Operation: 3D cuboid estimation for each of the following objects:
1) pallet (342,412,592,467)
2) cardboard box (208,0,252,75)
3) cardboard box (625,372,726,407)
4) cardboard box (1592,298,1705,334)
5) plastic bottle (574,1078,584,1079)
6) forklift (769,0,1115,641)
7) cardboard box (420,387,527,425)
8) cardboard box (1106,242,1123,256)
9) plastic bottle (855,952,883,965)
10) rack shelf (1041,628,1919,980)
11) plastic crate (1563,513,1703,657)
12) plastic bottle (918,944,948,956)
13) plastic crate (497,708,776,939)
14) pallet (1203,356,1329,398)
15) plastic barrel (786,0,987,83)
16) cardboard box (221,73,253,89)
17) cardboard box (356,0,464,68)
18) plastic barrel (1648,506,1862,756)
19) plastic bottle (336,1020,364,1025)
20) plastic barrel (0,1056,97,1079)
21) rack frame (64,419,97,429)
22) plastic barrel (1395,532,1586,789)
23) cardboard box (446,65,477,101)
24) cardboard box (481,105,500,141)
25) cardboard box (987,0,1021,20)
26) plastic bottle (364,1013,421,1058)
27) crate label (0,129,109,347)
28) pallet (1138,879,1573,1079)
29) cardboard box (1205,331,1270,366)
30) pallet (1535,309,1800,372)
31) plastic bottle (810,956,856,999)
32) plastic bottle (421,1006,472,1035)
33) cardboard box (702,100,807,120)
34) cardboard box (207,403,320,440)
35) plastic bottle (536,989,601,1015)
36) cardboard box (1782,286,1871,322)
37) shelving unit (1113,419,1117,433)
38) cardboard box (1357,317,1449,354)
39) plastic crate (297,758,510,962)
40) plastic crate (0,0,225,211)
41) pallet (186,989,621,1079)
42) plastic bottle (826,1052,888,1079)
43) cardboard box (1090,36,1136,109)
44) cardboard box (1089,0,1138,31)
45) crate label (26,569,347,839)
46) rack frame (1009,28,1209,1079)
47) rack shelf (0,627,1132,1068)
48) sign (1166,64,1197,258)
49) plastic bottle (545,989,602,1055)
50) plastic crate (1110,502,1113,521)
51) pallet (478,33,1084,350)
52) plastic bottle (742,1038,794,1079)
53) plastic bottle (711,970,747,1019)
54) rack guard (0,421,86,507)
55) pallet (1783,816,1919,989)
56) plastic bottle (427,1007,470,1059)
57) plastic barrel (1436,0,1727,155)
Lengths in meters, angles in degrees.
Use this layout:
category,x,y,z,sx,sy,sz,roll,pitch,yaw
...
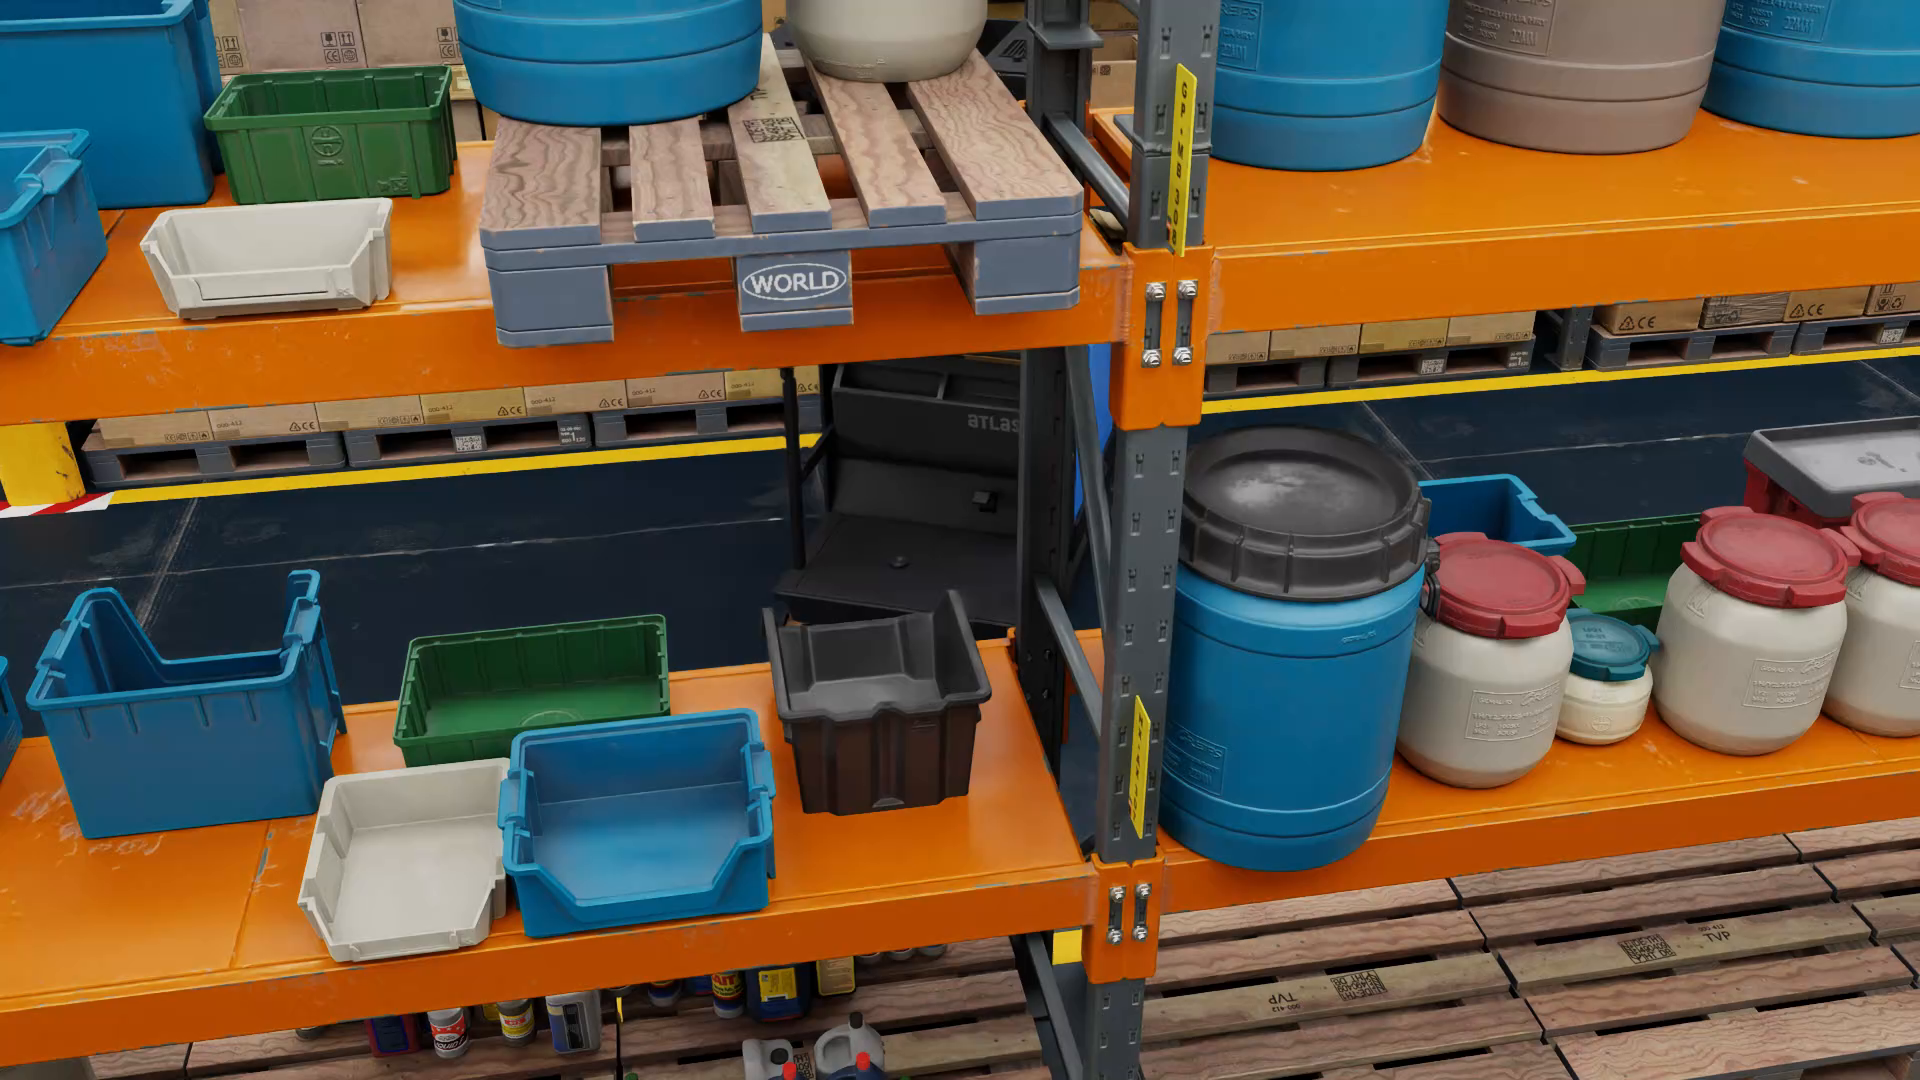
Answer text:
category,x,y,z,sx,sy,sz,roll,pitch,yaw
pallet,-2.575,-0.757,8.829,1.213,0.211,1.003,-5,31,-9
cardboard box,-3.487,-2.453,7.583,0.500,0.500,0.700,-6,31,-10
cardboard box,-1.493,-0.927,8.666,0.500,0.250,0.500,-5,31,-9
cardboard box,3.851,-1.500,9.374,0.500,0.500,0.500,-4,31,-7
plastic bottle,-0.962,1.537,4.423,0.133,0.283,0.061,-5,31,-9
forklift,-0.116,-0.910,6.406,1.130,2.935,3.031,8,31,13
cardboard box,-2.474,-0.828,8.498,0.500,0.250,0.500,-5,31,-9
cardboard box,0.871,-1.366,8.858,0.500,0.311,0.500,-6,31,-11
plastic bottle,-0.286,1.192,5.090,0.097,0.201,0.097,0,30,0
rack shelf,2.273,0.474,4.695,4.000,0.370,1.077,-5,31,-9
plastic crate,1.968,0.138,4.765,0.662,0.188,0.450,-5,31,-9
plastic bottle,-0.086,1.143,5.104,0.097,0.271,0.097,0,30,0
plastic crate,-0.734,0.647,3.837,0.616,0.251,0.499,-5,31,-9
pallet,1.338,-1.122,9.449,1.213,0.211,1.003,-5,31,-9
plastic barrel,-0.153,-1.235,3.406,0.421,0.512,0.421,0,30,0
cardboard box,-3.339,-2.079,7.588,0.250,0.149,0.380,-6,31,-10
cardboard box,-2.499,-2.545,7.740,0.500,0.500,0.700,-5,31,-9
plastic barrel,2.008,0.243,4.244,0.433,0.535,0.433,0,30,0
plastic bottle,-1.789,1.287,4.848,0.133,0.283,0.061,-5,31,-8
plastic barrel,-2.502,1.459,4.350,0.421,0.512,0.421,0,30,0
rack frame,-4.517,-1.759,7.781,0.127,3.000,1.000,-5,31,-9
plastic barrel,1.287,0.310,4.130,0.433,0.535,0.433,0,30,0
cardboard box,-2.321,-2.174,7.749,0.250,0.149,0.380,-4,31,-7
cardboard box,-2.030,-2.028,8.141,0.500,0.500,0.700,-5,31,-8
cardboard box,0.186,-4.195,13.218,0.500,0.250,0.500,-6,31,-10
plastic bottle,-1.628,1.350,4.740,0.133,0.283,0.061,-5,31,-9
crate label,-1.728,-0.524,2.869,0.408,0.251,0.502,-5,31,-9
pallet,1.072,1.457,5.063,1.213,0.211,1.003,-5,31,-9
cardboard box,1.371,-1.173,9.085,0.500,0.250,0.500,-5,31,-8
pallet,4.093,-1.336,9.814,1.213,0.211,1.003,-5,31,-9
plastic bottle,-0.380,1.234,4.937,0.133,0.283,0.061,-5,31,-9
plastic bottle,-1.512,1.288,4.854,0.135,0.276,0.152,-6,31,-10
cardboard box,-1.018,-2.123,8.303,0.500,0.500,0.700,-6,31,-10
cardboard box,-3.458,-0.740,8.347,0.500,0.250,0.500,-5,31,-9
plastic bottle,-1.167,1.221,4.893,0.185,0.351,0.144,-6,31,-9
cardboard box,4.860,-1.594,9.534,0.500,0.500,0.500,-6,31,-10
shelving unit,0.788,-0.829,8.123,0.252,1.050,0.215,14,33,22
cardboard box,2.372,-1.266,9.242,0.500,0.250,0.500,-6,31,-10
plastic crate,-1.246,0.734,3.802,0.437,0.136,0.530,-5,31,-9
plastic crate,-1.807,-0.899,3.376,0.575,0.384,0.392,-5,31,-9
pallet,-1.565,1.702,4.647,1.213,0.211,1.003,-5,31,-9
plastic bottle,-0.276,1.501,4.417,0.185,0.351,0.144,-6,31,-10
cardboard box,0.694,-2.277,8.564,0.500,0.500,0.500,-3,31,-5
cardboard box,1.185,-4.281,13.364,0.500,0.250,0.500,-5,31,-8
crate label,-1.867,0.393,4.087,0.616,0.435,0.502,-5,31,-9
rack frame,0.306,0.346,4.202,0.127,3.000,1.000,-5,31,-9
rack shelf,-1.661,0.839,4.074,4.000,0.370,1.077,-5,31,-9
sign,0.394,-0.675,2.971,0.005,0.325,0.100,-5,31,-9
plastic bottle,-1.115,1.325,4.790,0.135,0.276,0.152,-5,31,-9
plastic crate,0.727,0.122,4.520,0.583,0.464,0.402,-5,31,-9
pallet,-0.386,-0.751,3.294,1.003,0.211,1.213,-5,31,-9
plastic bottle,-0.516,1.479,4.528,0.135,0.276,0.152,-5,31,-9
plastic bottle,-0.684,1.273,4.883,0.097,0.271,0.097,0,30,0
rack guard,-4.541,-0.679,8.411,0.348,0.500,1.175,-5,31,-9
pallet,3.472,1.235,5.442,1.213,0.211,1.003,-5,31,-9
plastic bottle,-1.471,1.380,4.770,0.097,0.201,0.097,0,30,0
plastic barrel,1.411,-1.377,3.679,0.600,0.901,0.600,0,30,0
